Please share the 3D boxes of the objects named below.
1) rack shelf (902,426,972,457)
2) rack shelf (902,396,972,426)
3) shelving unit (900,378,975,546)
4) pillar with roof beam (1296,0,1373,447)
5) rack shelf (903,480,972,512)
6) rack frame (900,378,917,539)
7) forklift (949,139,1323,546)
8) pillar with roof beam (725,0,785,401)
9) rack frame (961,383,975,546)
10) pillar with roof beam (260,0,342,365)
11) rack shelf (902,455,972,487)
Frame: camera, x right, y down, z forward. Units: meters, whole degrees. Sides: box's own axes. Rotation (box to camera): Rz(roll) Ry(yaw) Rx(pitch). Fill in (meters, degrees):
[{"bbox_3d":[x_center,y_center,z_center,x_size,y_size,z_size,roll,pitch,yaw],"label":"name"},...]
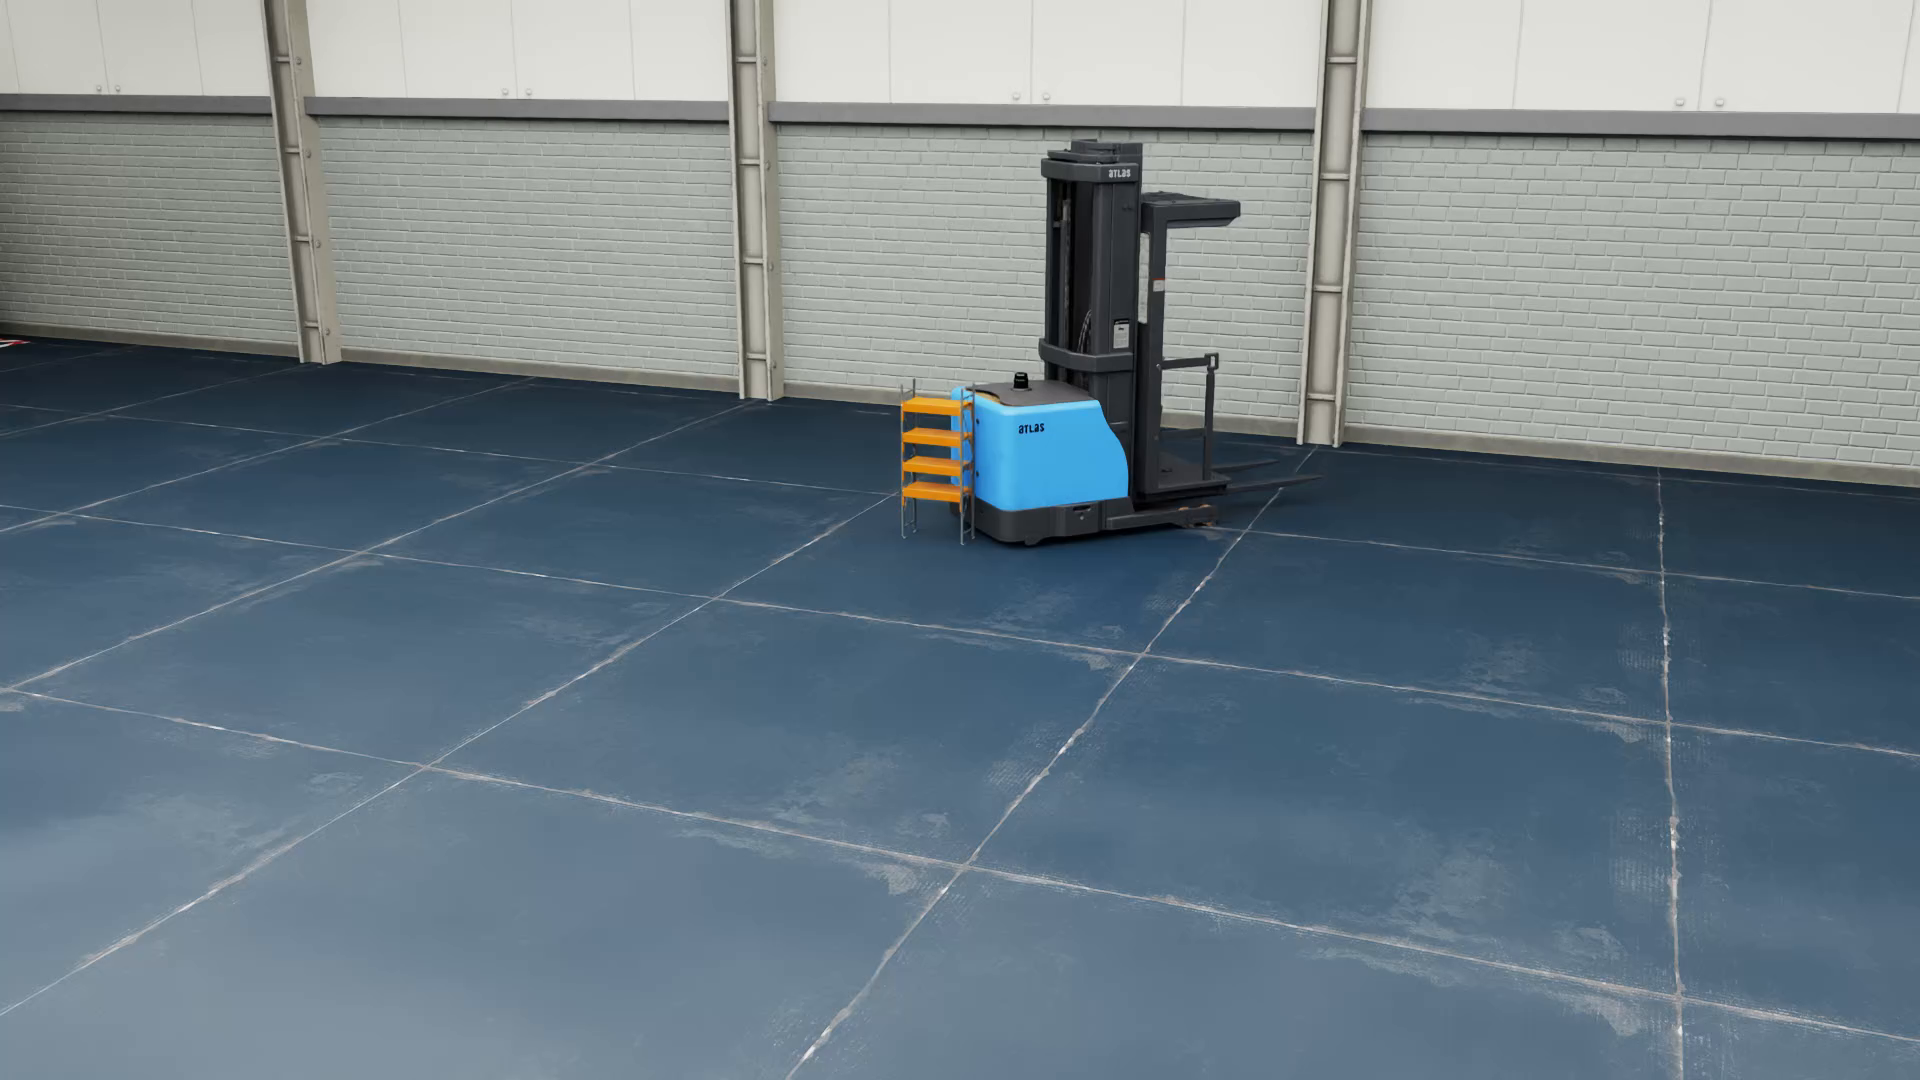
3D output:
[{"bbox_3d":[-0.166,-0.742,12.516,0.480,0.148,0.258,7,18,22],"label":"rack shelf"},{"bbox_3d":[-0.166,-0.969,12.450,0.480,0.148,0.258,7,18,22],"label":"rack shelf"},{"bbox_3d":[-0.166,-0.592,12.560,0.503,1.200,0.258,7,18,22],"label":"shelving unit"},{"bbox_3d":[1.861,-4.138,10.788,0.400,9.000,9.100,6,17,21],"label":"pillar with roof beam"},{"bbox_3d":[-0.166,-0.336,12.634,0.480,0.148,0.258,7,18,22],"label":"rack shelf"},{"bbox_3d":[-0.391,-0.618,12.652,0.015,1.200,0.240,7,18,22],"label":"rack frame"},{"bbox_3d":[1.476,-1.622,13.003,3.031,2.935,1.130,-7,18,-24],"label":"forklift"},{"bbox_3d":[-3.720,-4.752,12.902,0.400,9.000,9.100,6,17,21],"label":"pillar with roof beam"},{"bbox_3d":[0.058,-0.565,12.467,0.015,1.200,0.240,7,18,22],"label":"rack frame"},{"bbox_3d":[-9.302,-5.366,15.016,0.400,9.000,9.100,6,17,21],"label":"pillar with roof beam"},{"bbox_3d":[-0.166,-0.527,12.578,0.480,0.148,0.258,7,18,22],"label":"rack shelf"}]
